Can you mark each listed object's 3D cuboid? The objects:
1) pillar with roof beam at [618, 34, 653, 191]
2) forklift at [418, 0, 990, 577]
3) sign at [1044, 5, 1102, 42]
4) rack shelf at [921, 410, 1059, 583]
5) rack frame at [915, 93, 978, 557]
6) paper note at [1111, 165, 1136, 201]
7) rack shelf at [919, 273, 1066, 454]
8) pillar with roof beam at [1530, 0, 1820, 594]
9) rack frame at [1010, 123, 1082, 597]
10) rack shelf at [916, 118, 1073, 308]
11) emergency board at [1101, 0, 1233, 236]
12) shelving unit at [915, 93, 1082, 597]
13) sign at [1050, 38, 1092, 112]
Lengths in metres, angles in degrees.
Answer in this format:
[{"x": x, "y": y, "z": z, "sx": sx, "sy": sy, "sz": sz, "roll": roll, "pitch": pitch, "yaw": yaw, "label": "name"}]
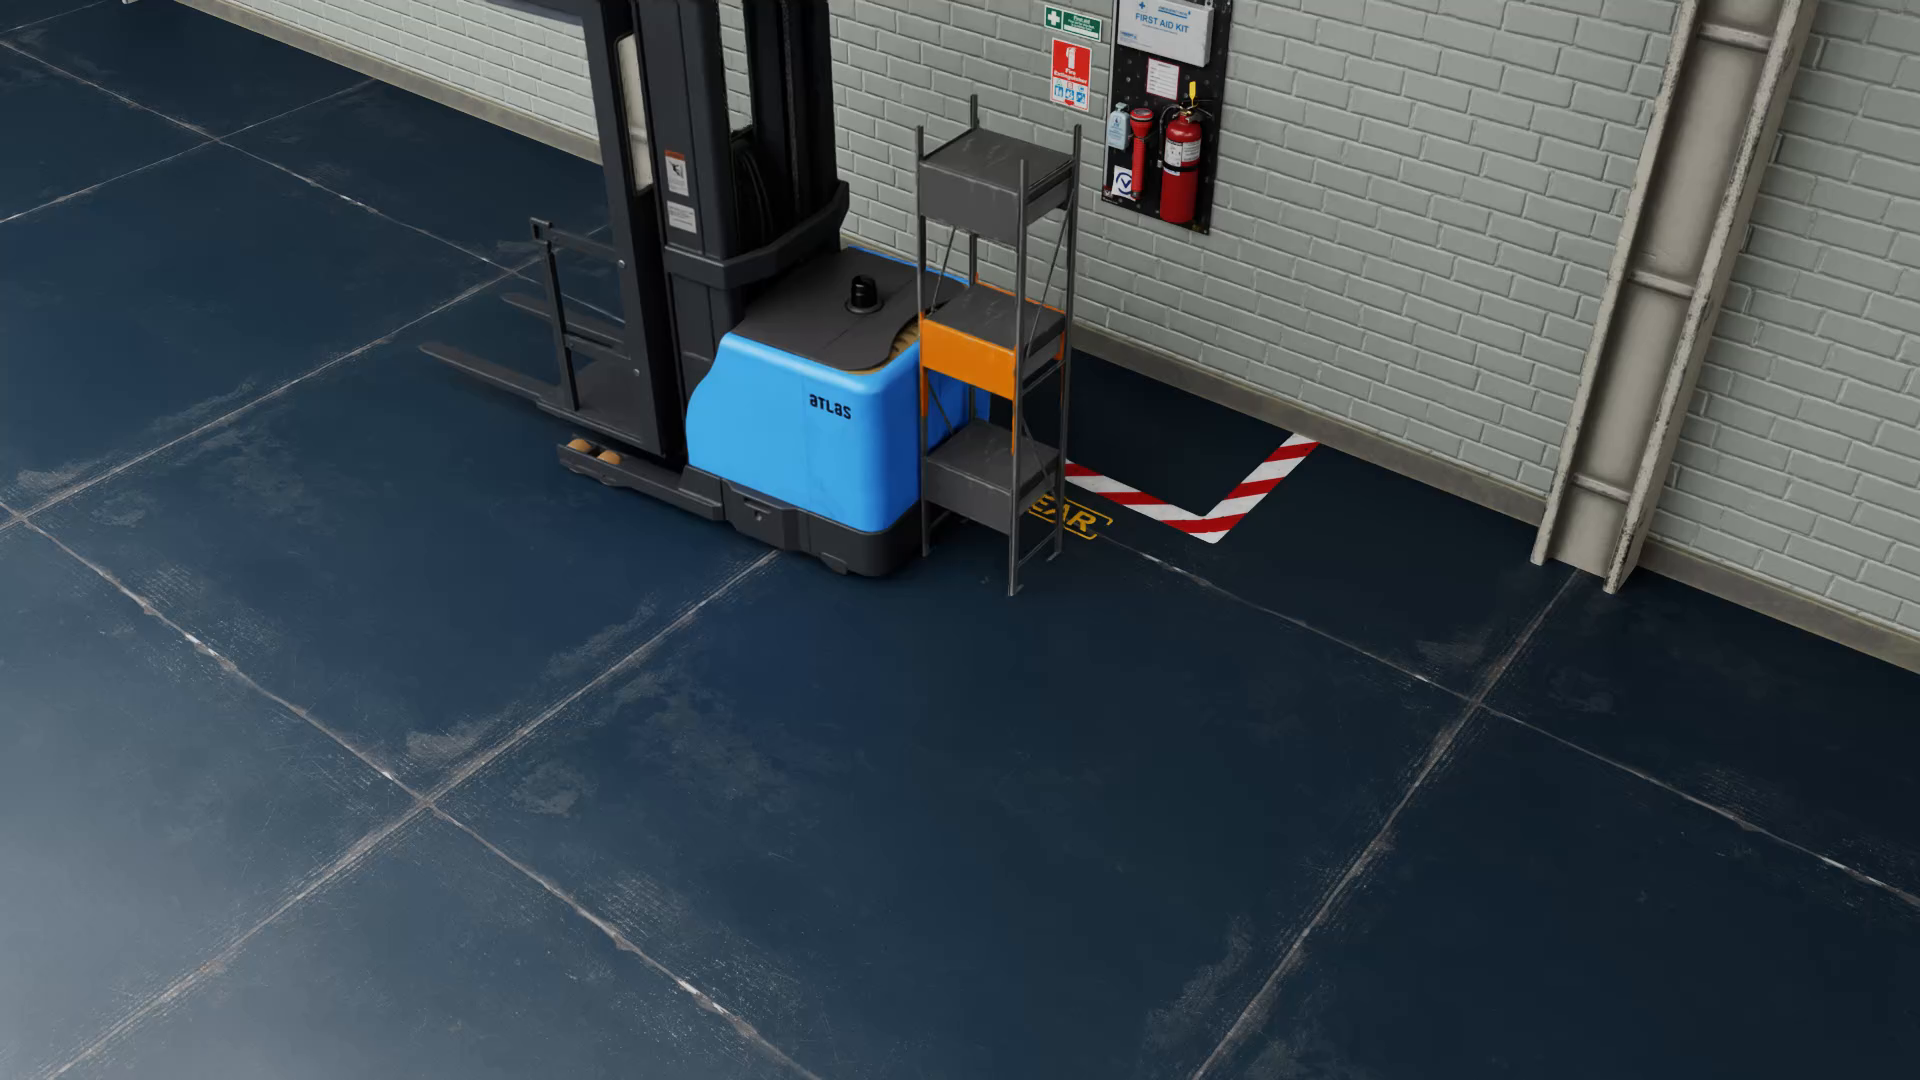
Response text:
[{"x": -4.518, "y": -3.586, "z": 5.031, "sx": 0.400, "sy": 9.000, "sz": 9.100, "roll": 25, "pitch": 45, "yaw": 29, "label": "pillar with roof beam"}, {"x": -1.368, "y": -1.674, "z": 7.510, "sx": 3.031, "sy": 2.935, "sz": 1.130, "roll": 21, "pitch": 43, "yaw": 24, "label": "forklift"}, {"x": 0.545, "y": -2.503, "z": 8.055, "sx": 0.331, "sy": 0.109, "sz": 0.001, "roll": 25, "pitch": 45, "yaw": 29, "label": "sign"}, {"x": 0.147, "y": -0.199, "z": 7.459, "sx": 0.480, "sy": 0.518, "sz": 0.431, "roll": 24, "pitch": 44, "yaw": 27, "label": "rack shelf"}, {"x": -0.051, "y": -0.849, "z": 7.131, "sx": 0.015, "sy": 2.100, "sz": 0.400, "roll": 24, "pitch": 44, "yaw": 27, "label": "rack frame"}, {"x": 0.825, "y": -1.782, "z": 8.308, "sx": 0.142, "sy": 0.148, "sz": 0.016, "roll": 25, "pitch": 45, "yaw": 29, "label": "paper note"}, {"x": 0.147, "y": -0.750, "z": 7.027, "sx": 0.480, "sy": 0.518, "sz": 0.431, "roll": 24, "pitch": 44, "yaw": 27, "label": "rack shelf"}, {"x": 0.248, "y": -1.339, "z": 2.160, "sx": 0.400, "sy": 9.000, "sz": 9.100, "roll": 25, "pitch": 45, "yaw": 29, "label": "pillar with roof beam"}, {"x": 0.346, "y": -0.674, "z": 6.907, "sx": 0.015, "sy": 2.100, "sz": 0.400, "roll": 24, "pitch": 44, "yaw": 27, "label": "rack frame"}, {"x": 0.147, "y": -1.302, "z": 6.596, "sx": 0.480, "sy": 0.518, "sz": 0.431, "roll": 24, "pitch": 44, "yaw": 27, "label": "rack shelf"}, {"x": 0.923, "y": -2.029, "z": 7.908, "sx": 0.643, "sy": 1.169, "sz": 0.194, "roll": 25, "pitch": 45, "yaw": 29, "label": "emergency board"}, {"x": 0.147, "y": -0.761, "z": 7.019, "sx": 0.503, "sy": 2.100, "sz": 0.431, "roll": 24, "pitch": 44, "yaw": 27, "label": "shelving unit"}, {"x": 0.547, "y": -2.301, "z": 8.226, "sx": 0.234, "sy": 0.329, "sz": 0.001, "roll": 25, "pitch": 45, "yaw": 29, "label": "sign"}]
